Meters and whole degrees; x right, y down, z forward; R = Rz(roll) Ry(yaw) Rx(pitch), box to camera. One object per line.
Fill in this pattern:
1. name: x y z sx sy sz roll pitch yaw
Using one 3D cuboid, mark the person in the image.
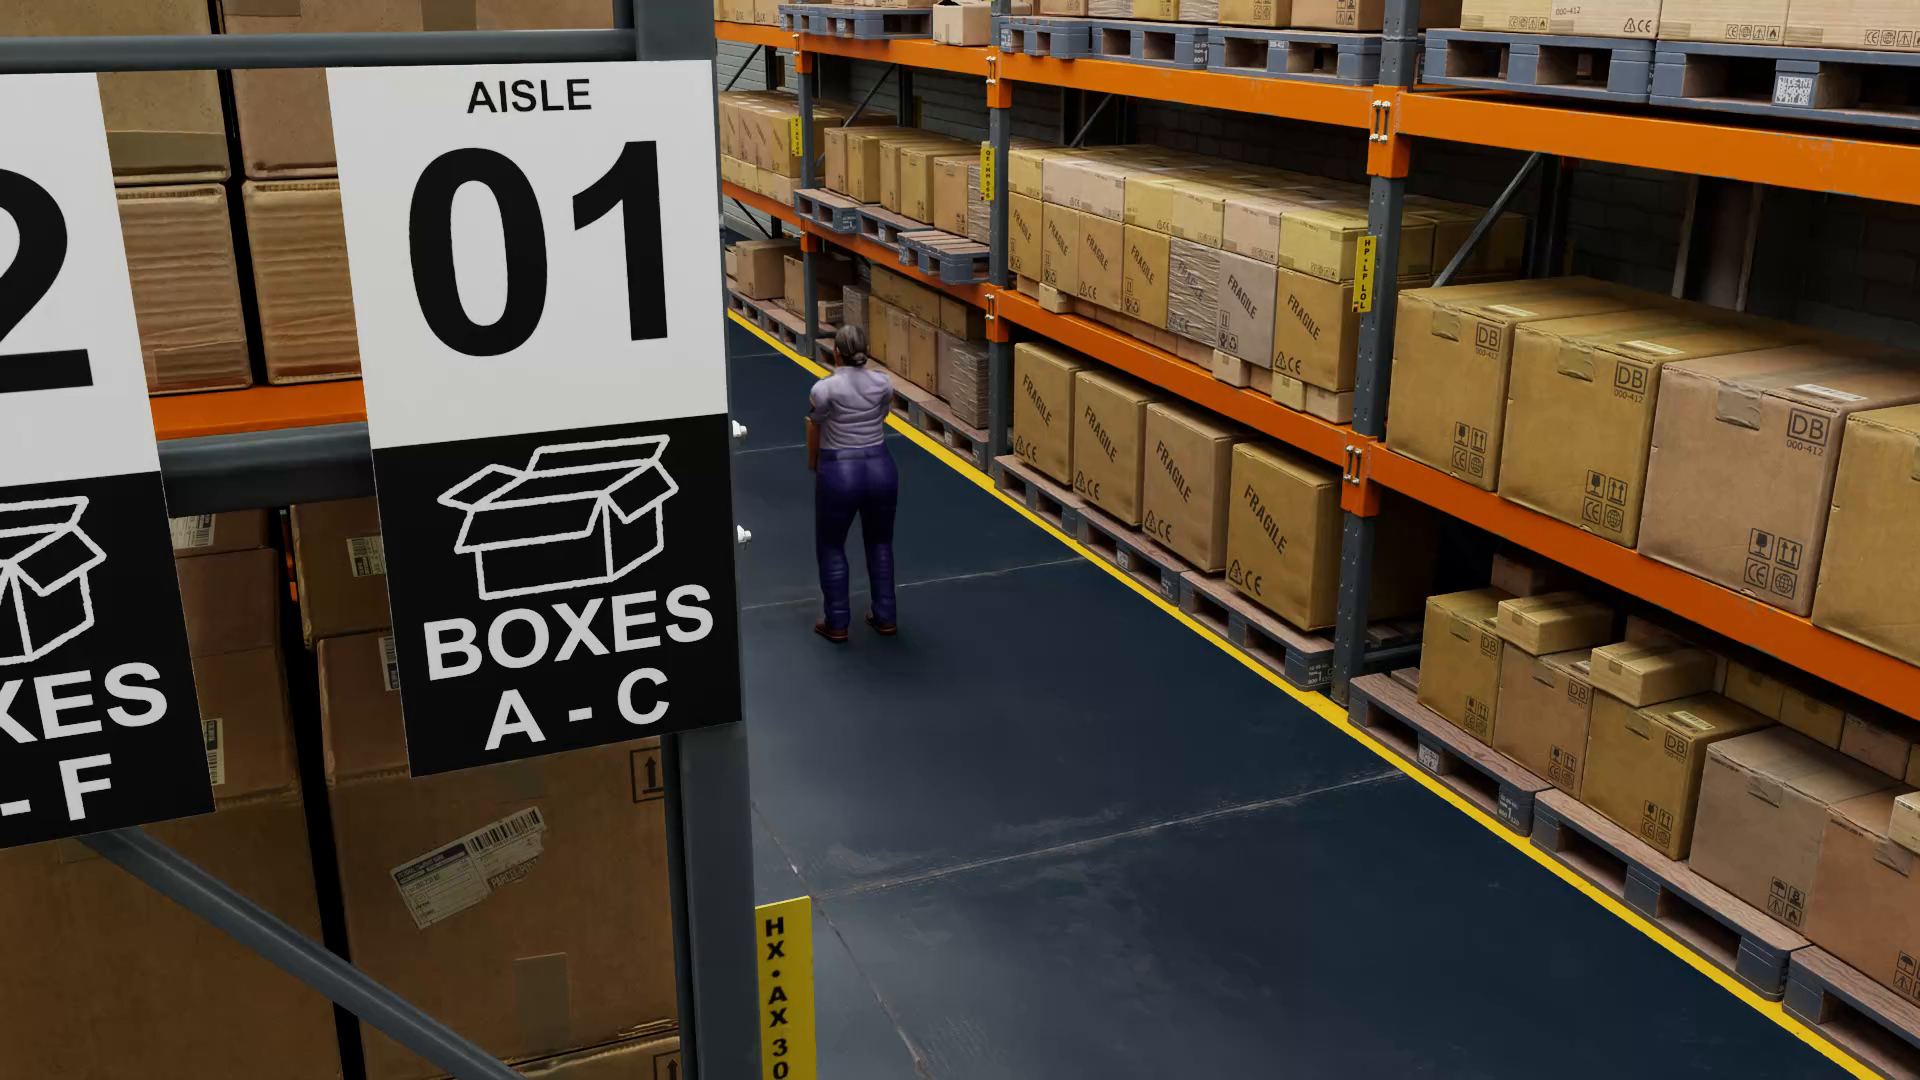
1. person: -0.571 -0.314 8.517 0.434 1.646 0.522 -8 21 -23
